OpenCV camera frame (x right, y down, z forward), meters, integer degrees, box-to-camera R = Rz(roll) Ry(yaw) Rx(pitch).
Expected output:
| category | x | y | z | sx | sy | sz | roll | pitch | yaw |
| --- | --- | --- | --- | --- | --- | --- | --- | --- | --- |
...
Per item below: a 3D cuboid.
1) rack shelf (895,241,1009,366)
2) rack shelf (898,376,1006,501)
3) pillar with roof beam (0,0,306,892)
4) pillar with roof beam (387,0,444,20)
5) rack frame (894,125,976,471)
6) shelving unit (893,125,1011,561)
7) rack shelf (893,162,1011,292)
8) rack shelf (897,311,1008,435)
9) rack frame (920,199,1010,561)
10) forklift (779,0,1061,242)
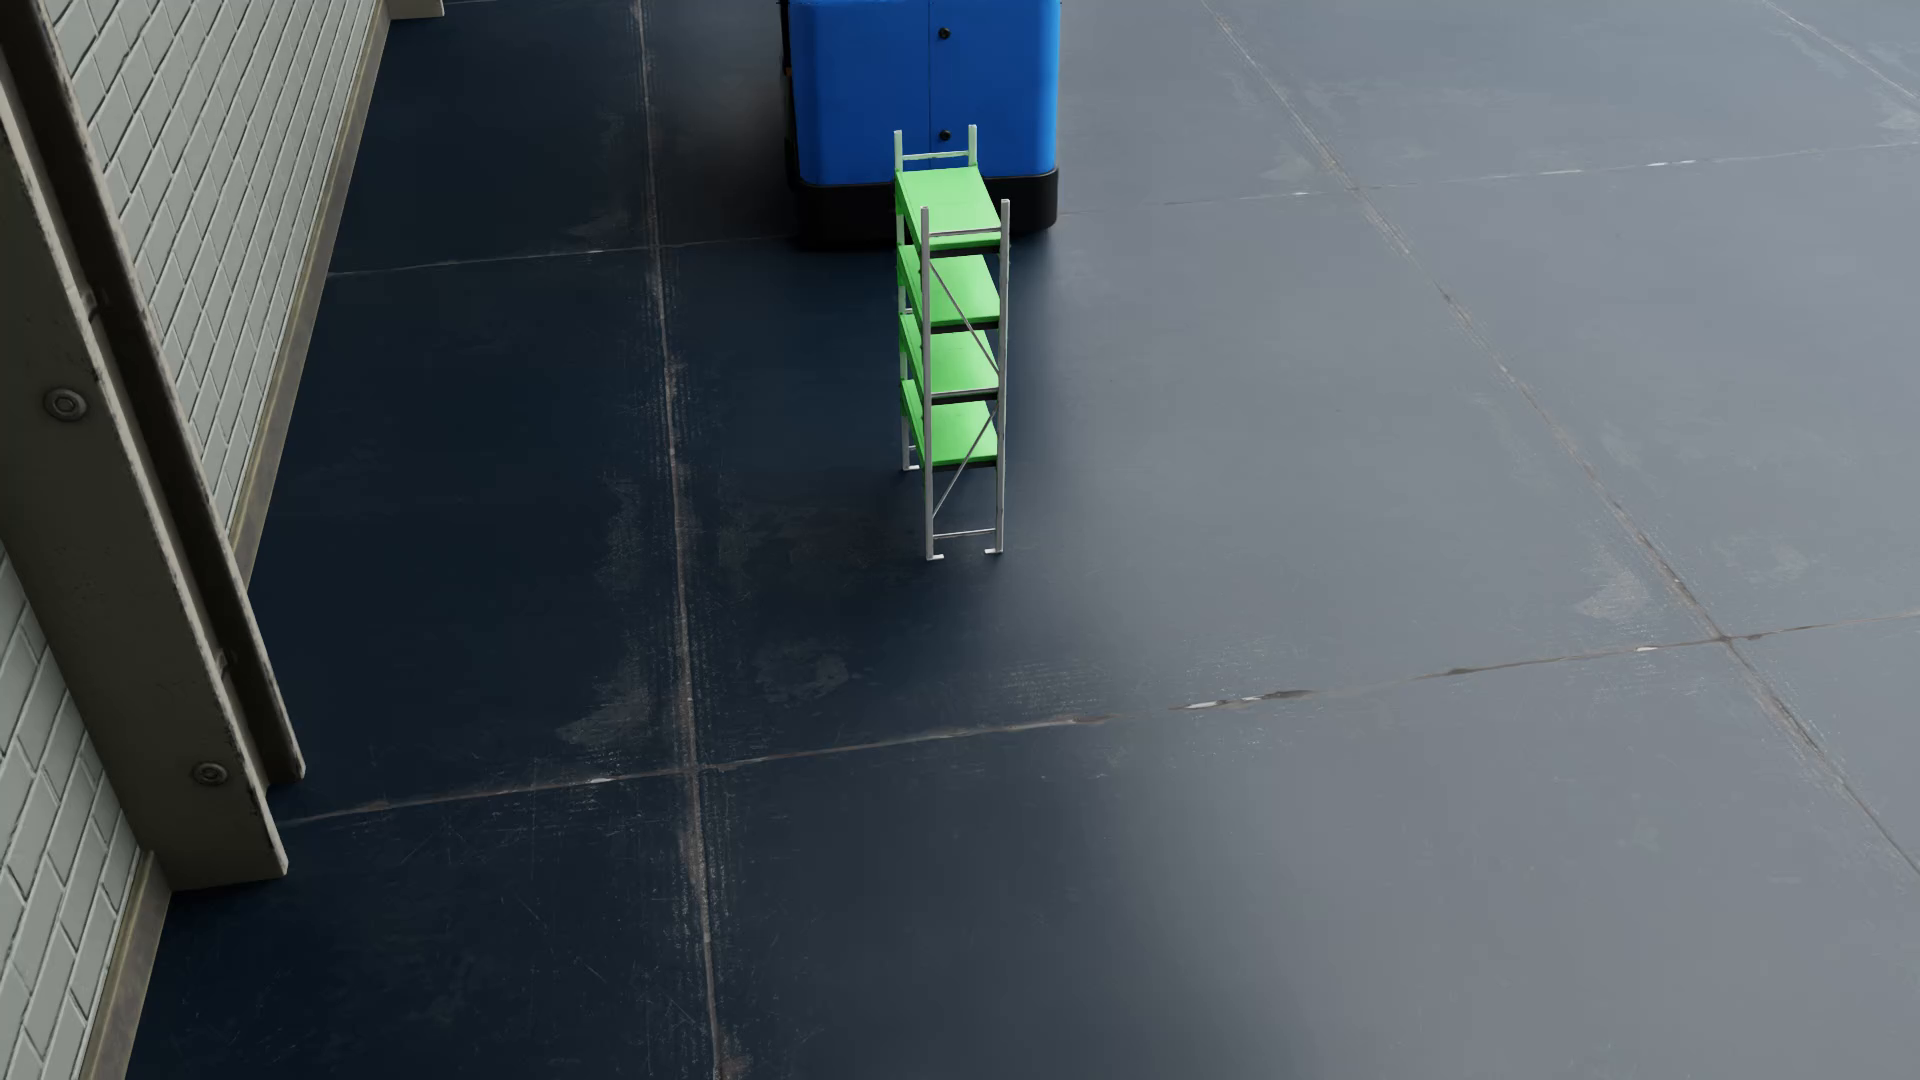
| category | x | y | z | sx | sy | sz | roll | pitch | yaw |
| --- | --- | --- | --- | --- | --- | --- | --- | --- | --- |
| rack shelf | -0.029 | -0.713 | 4.903 | 0.258 | 0.148 | 0.480 | -6 | 38 | -8 |
| rack shelf | -0.029 | -0.334 | 5.197 | 0.258 | 0.148 | 0.480 | -6 | 38 | -8 |
| pillar with roof beam | 2.362 | -3.277 | 2.133 | 9.100 | 9.000 | 0.400 | -6 | 38 | -8 |
| pillar with roof beam | 1.310 | -6.901 | 6.798 | 9.100 | 9.000 | 0.400 | -6 | 38 | -8 |
| rack frame | -0.072 | -0.721 | 5.200 | 0.240 | 1.200 | 0.015 | -6 | 38 | -8 |
| shelving unit | -0.029 | -0.574 | 5.011 | 0.258 | 1.200 | 0.503 | -6 | 38 | -8 |
| rack shelf | -0.029 | -0.902 | 4.755 | 0.258 | 0.148 | 0.480 | -6 | 38 | -8 |
| rack shelf | -0.029 | -0.523 | 5.050 | 0.258 | 0.148 | 0.480 | -6 | 38 | -8 |
| rack frame | 0.014 | -0.426 | 4.821 | 0.240 | 1.200 | 0.015 | -6 | 38 | -8 |
| forklift | -0.284 | -3.250 | 7.044 | 1.130 | 2.935 | 3.031 | -4 | 38 | -5 |
